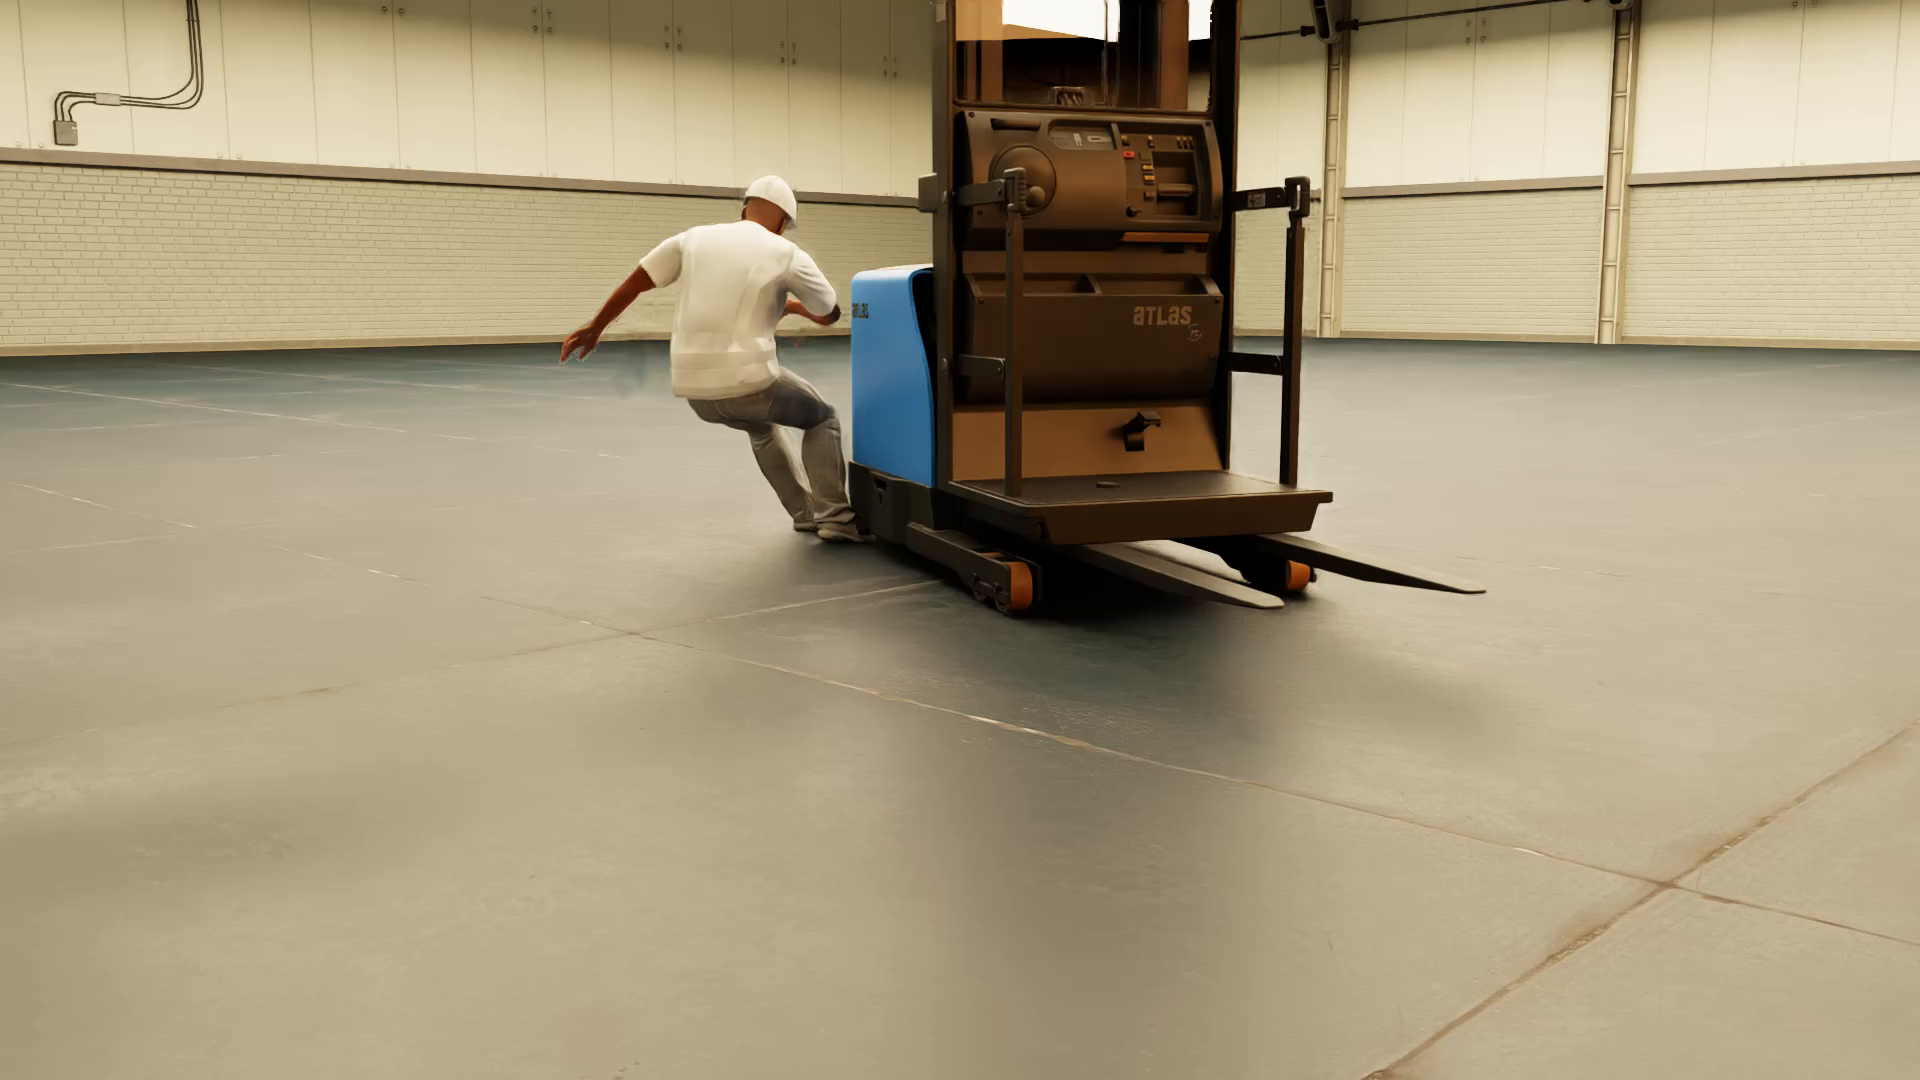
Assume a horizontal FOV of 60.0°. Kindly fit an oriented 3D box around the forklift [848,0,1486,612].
[{"bbox_3d":[0.536,-1.290,5.444,1.130,2.935,3.031,-3,9,-20],"label":"forklift"}]

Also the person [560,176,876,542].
[{"bbox_3d":[-0.898,-0.703,6.708,1.100,1.489,0.949,3,9,21],"label":"person"}]
